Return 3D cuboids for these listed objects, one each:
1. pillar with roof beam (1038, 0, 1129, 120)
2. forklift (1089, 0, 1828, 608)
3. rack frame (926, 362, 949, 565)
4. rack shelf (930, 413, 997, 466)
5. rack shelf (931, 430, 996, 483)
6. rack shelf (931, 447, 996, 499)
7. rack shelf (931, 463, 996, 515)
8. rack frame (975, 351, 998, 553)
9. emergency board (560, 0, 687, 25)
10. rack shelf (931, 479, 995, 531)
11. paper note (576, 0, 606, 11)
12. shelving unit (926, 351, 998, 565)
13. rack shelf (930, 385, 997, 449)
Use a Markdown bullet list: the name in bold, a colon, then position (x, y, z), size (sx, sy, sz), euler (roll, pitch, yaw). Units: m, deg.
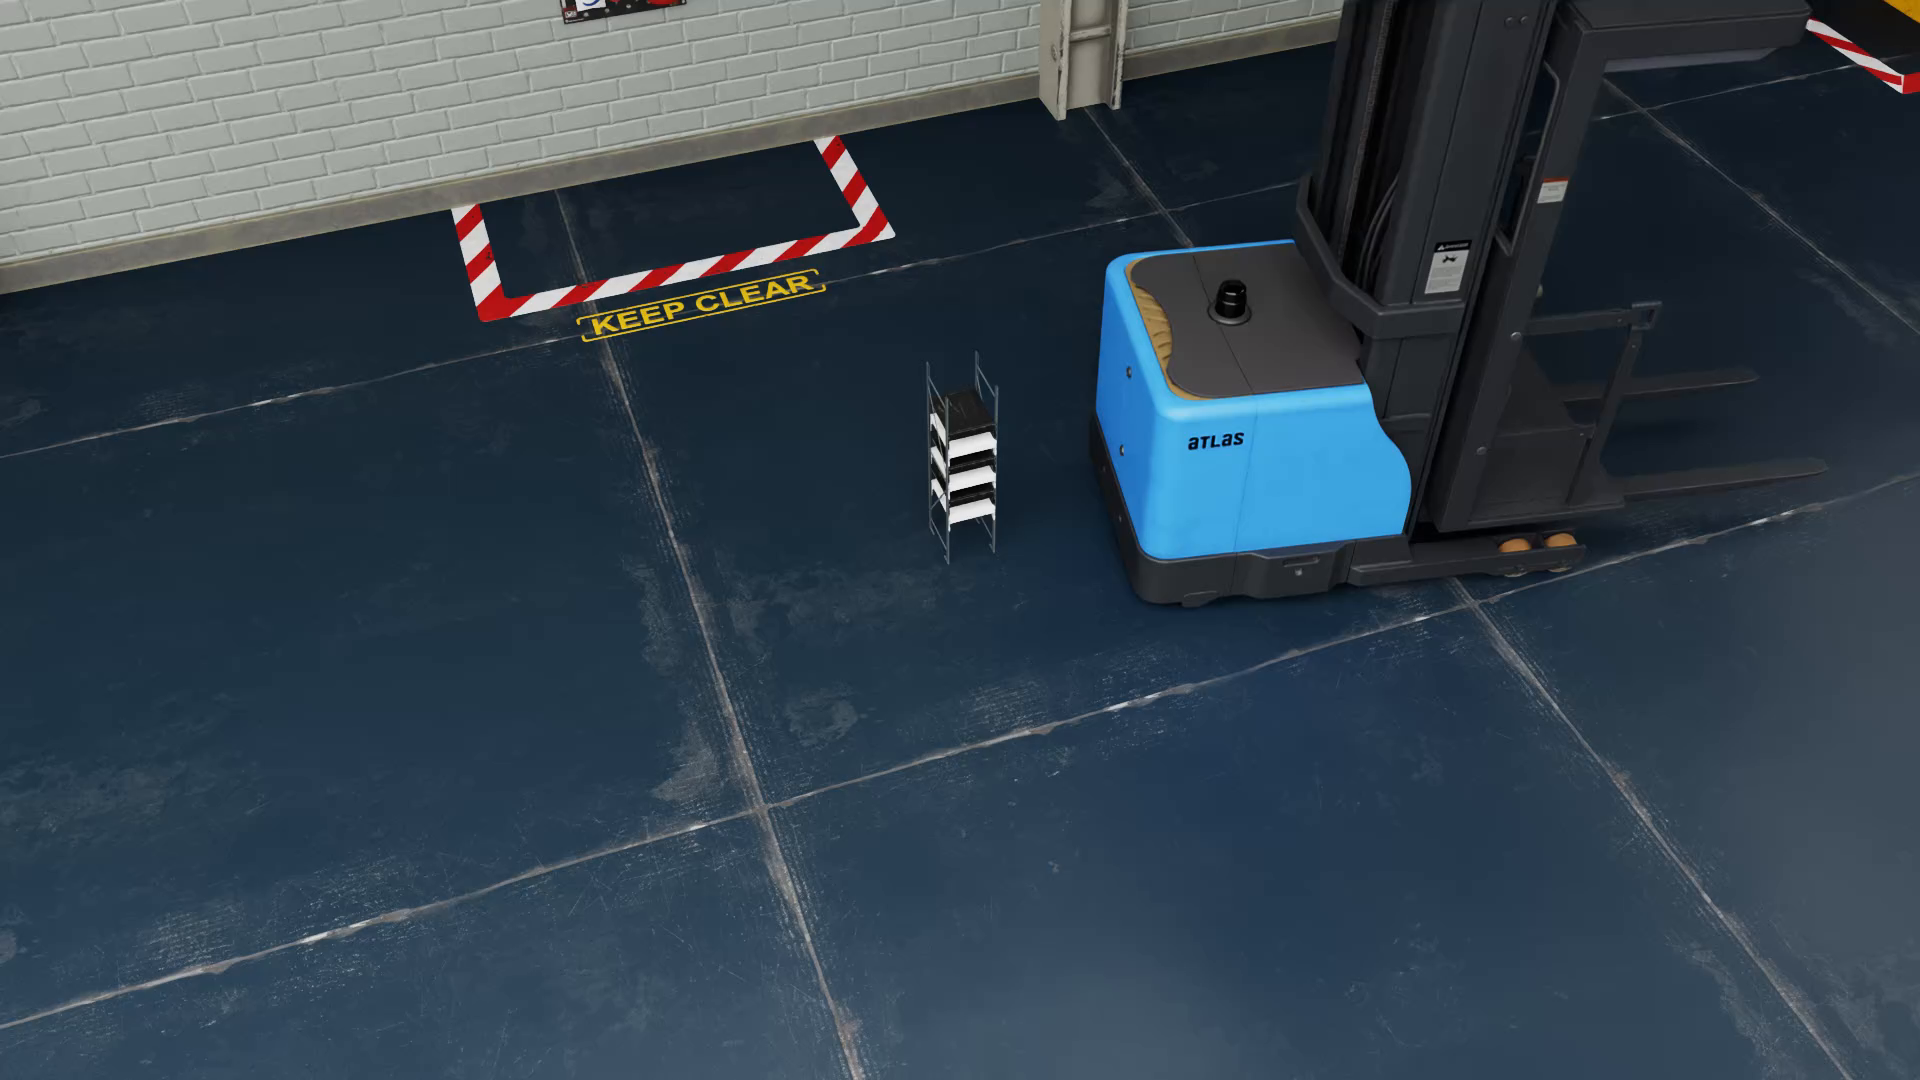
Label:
- **pillar with roof beam**: position (2.146, -2.838, 3.535), size (0.400, 9.000, 9.100), euler (-14, 47, -14)
- **forklift**: position (2.135, -1.246, 6.232), size (3.031, 2.935, 1.130), euler (-6, 45, -6)
- **rack frame**: position (-0.088, -0.295, 6.718), size (0.006, 0.900, 0.240), euler (-14, 47, -14)
- **rack shelf**: position (0.008, -0.423, 6.639), size (0.200, 0.077, 0.258), euler (-14, 47, -14)
- **rack shelf**: position (0.008, -0.360, 6.702), size (0.200, 0.077, 0.258), euler (-14, 47, -14)
- **rack shelf**: position (0.008, -0.296, 6.766), size (0.200, 0.077, 0.258), euler (-14, 47, -14)
- **rack shelf**: position (0.008, -0.233, 6.830), size (0.200, 0.077, 0.258), euler (-14, 47, -14)
- **rack frame**: position (0.103, -0.344, 6.767), size (0.006, 0.900, 0.240), euler (-14, 47, -14)
- **emergency board**: position (-1.653, -3.019, 7.951), size (0.643, 1.169, 0.194), euler (-14, 47, -14)
- **rack shelf**: position (0.008, -0.169, 6.894), size (0.200, 0.077, 0.258), euler (-14, 47, -14)
- **paper note**: position (-1.843, -2.712, 8.266), size (0.142, 0.148, 0.016), euler (-14, 47, -14)
- **shelving unit**: position (0.008, -0.320, 6.743), size (0.210, 0.900, 0.258), euler (-14, 47, -14)
- **rack shelf**: position (0.008, -0.487, 6.575), size (0.200, 0.077, 0.258), euler (-14, 47, -14)
